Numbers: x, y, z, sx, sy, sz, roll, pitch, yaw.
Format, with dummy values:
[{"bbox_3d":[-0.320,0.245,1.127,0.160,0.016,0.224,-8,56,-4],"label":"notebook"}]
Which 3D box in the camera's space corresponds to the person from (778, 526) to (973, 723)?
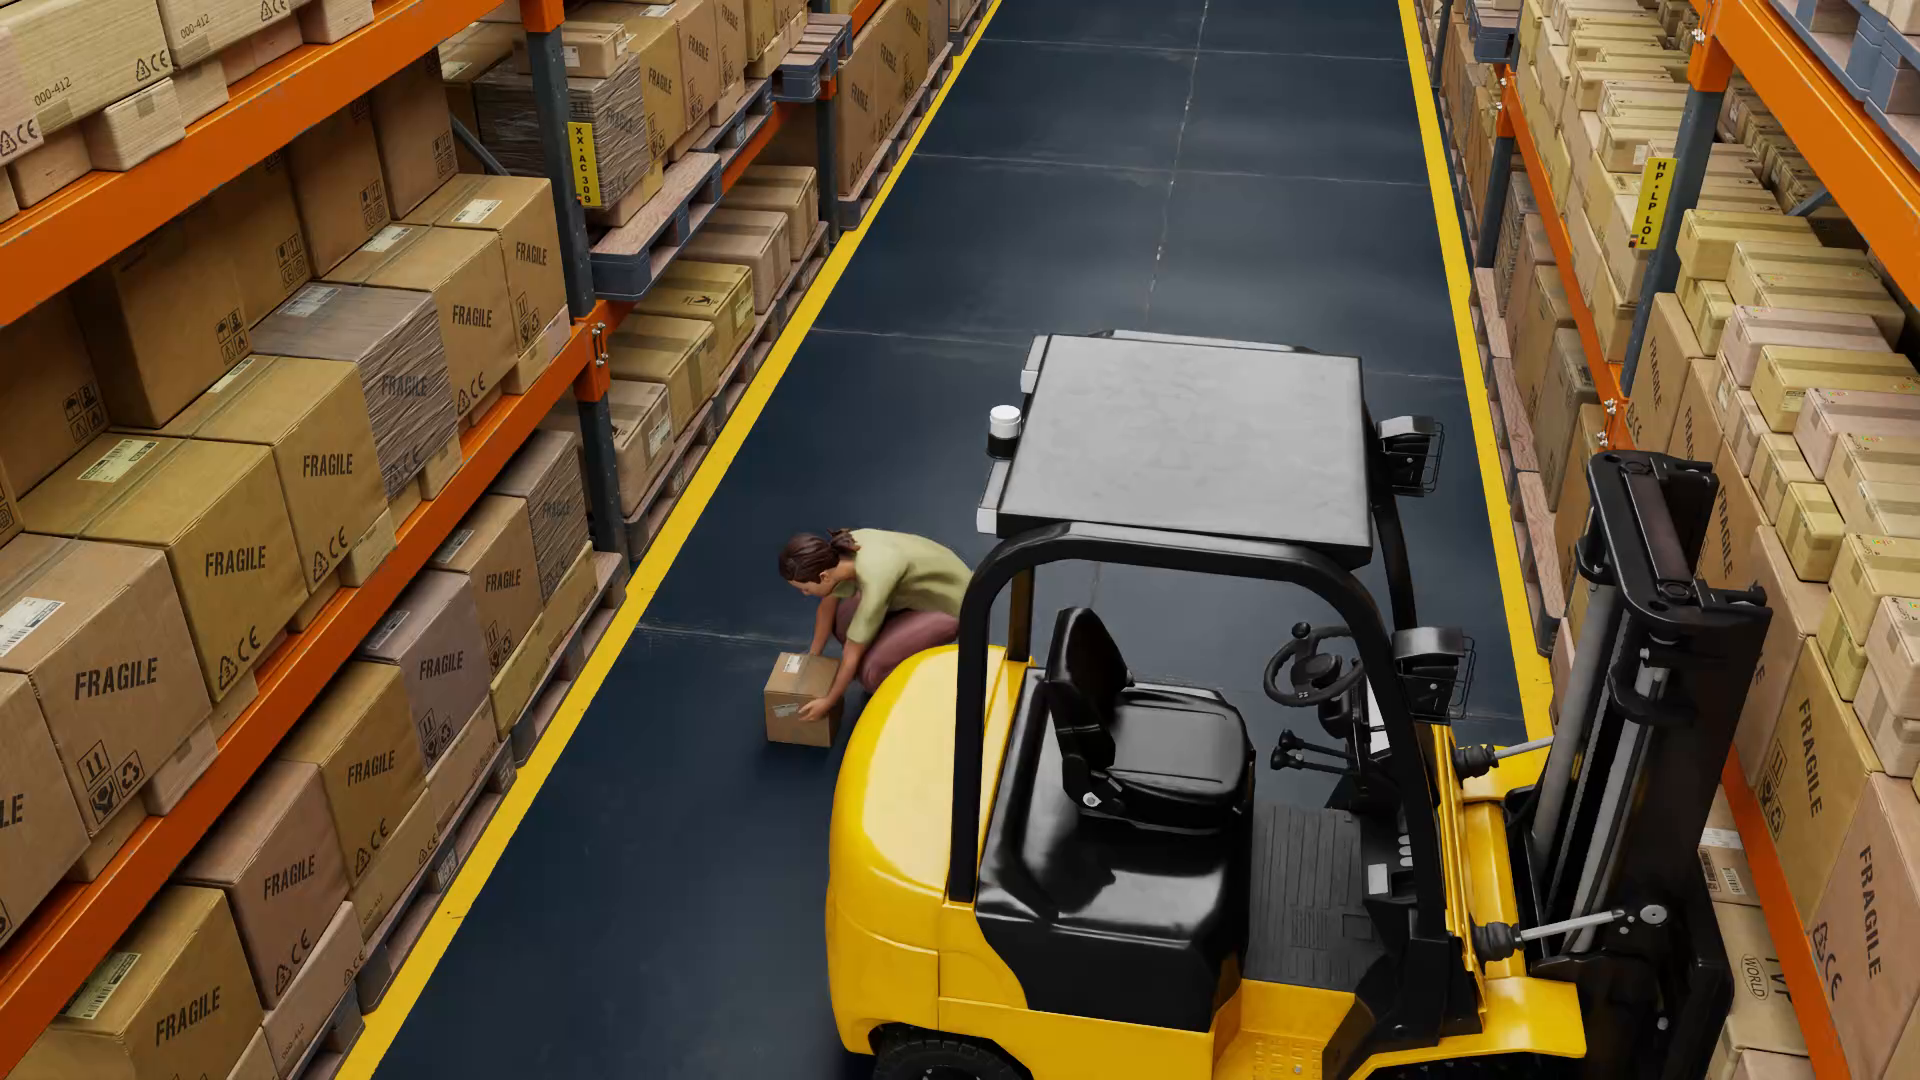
[{"bbox_3d":[-0.297,0.302,6.379,0.796,0.911,0.491,-11,34,-16],"label":"person"}]
